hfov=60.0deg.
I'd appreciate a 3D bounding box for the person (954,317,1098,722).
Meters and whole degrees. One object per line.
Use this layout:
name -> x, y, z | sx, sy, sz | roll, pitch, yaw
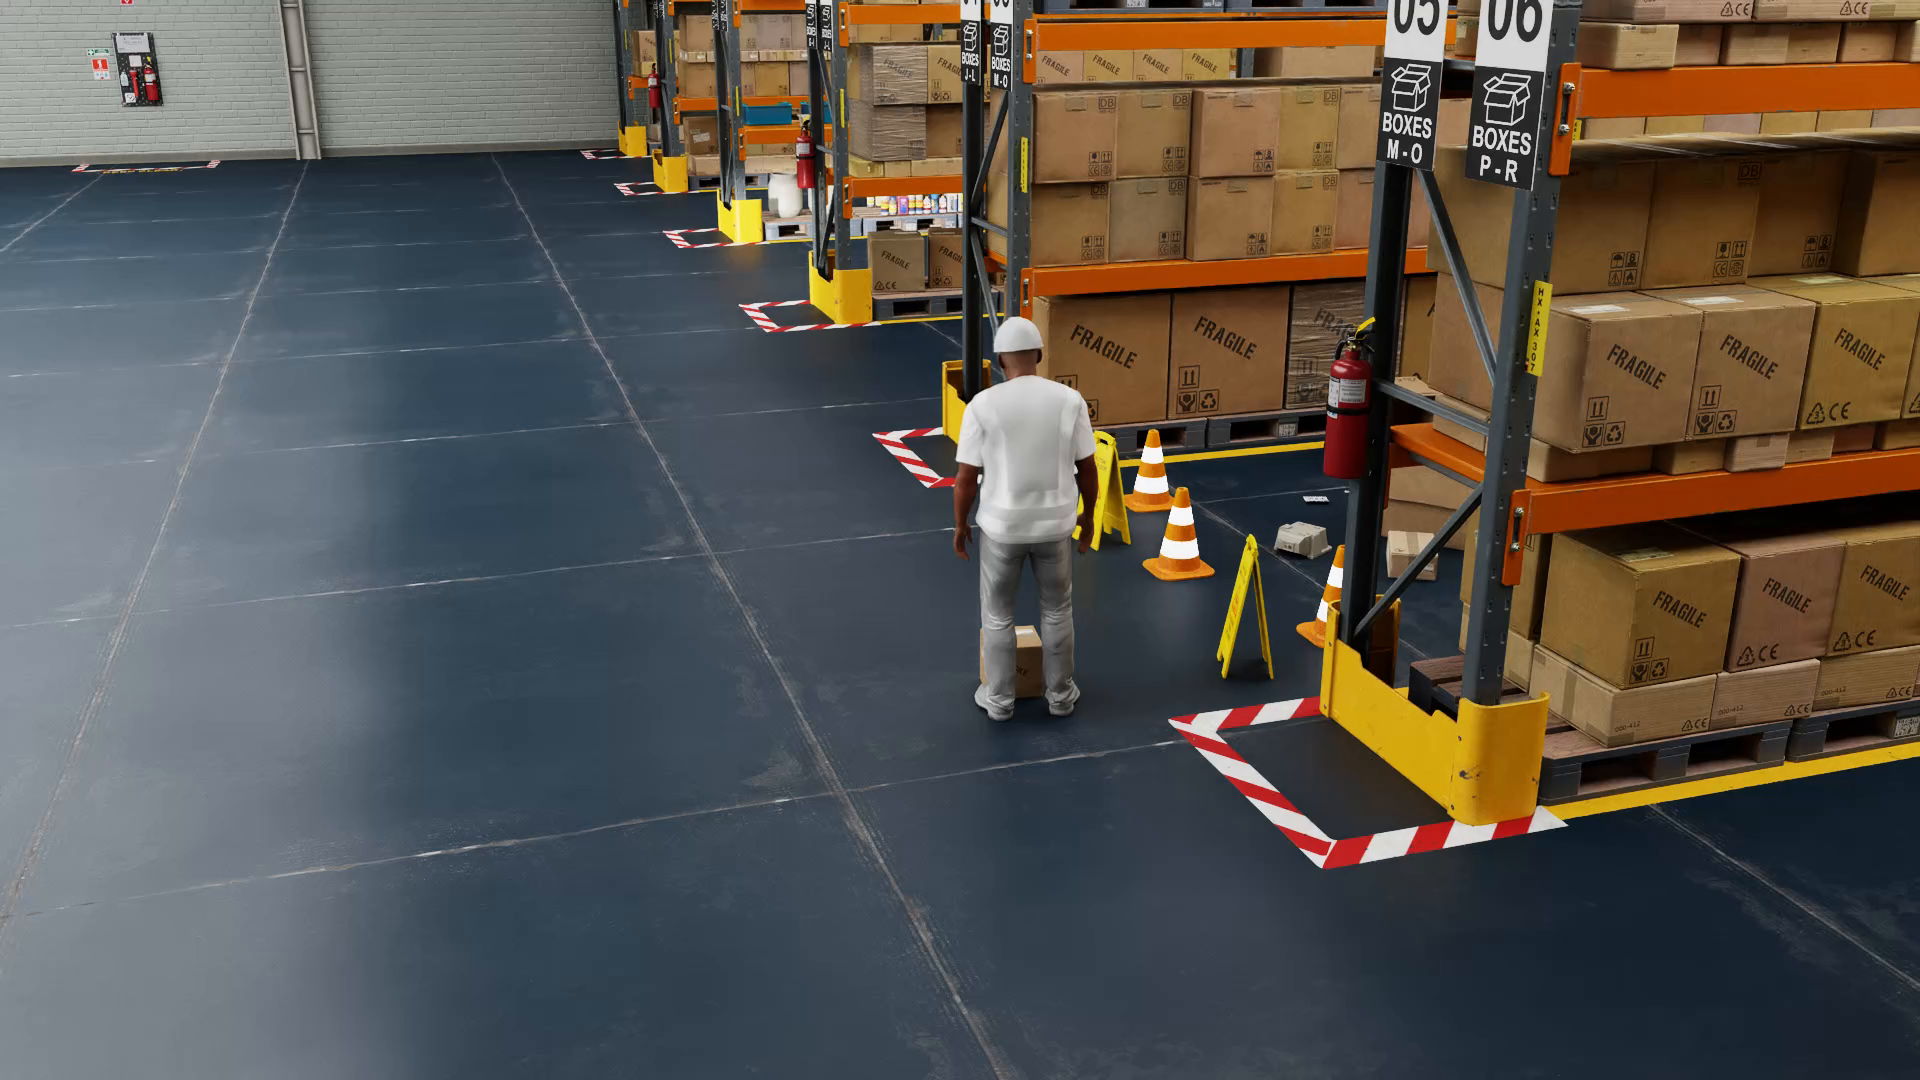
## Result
person -> 0.278, -0.079, 7.136 | 0.629, 1.761, 0.457 | -3, 19, -9
